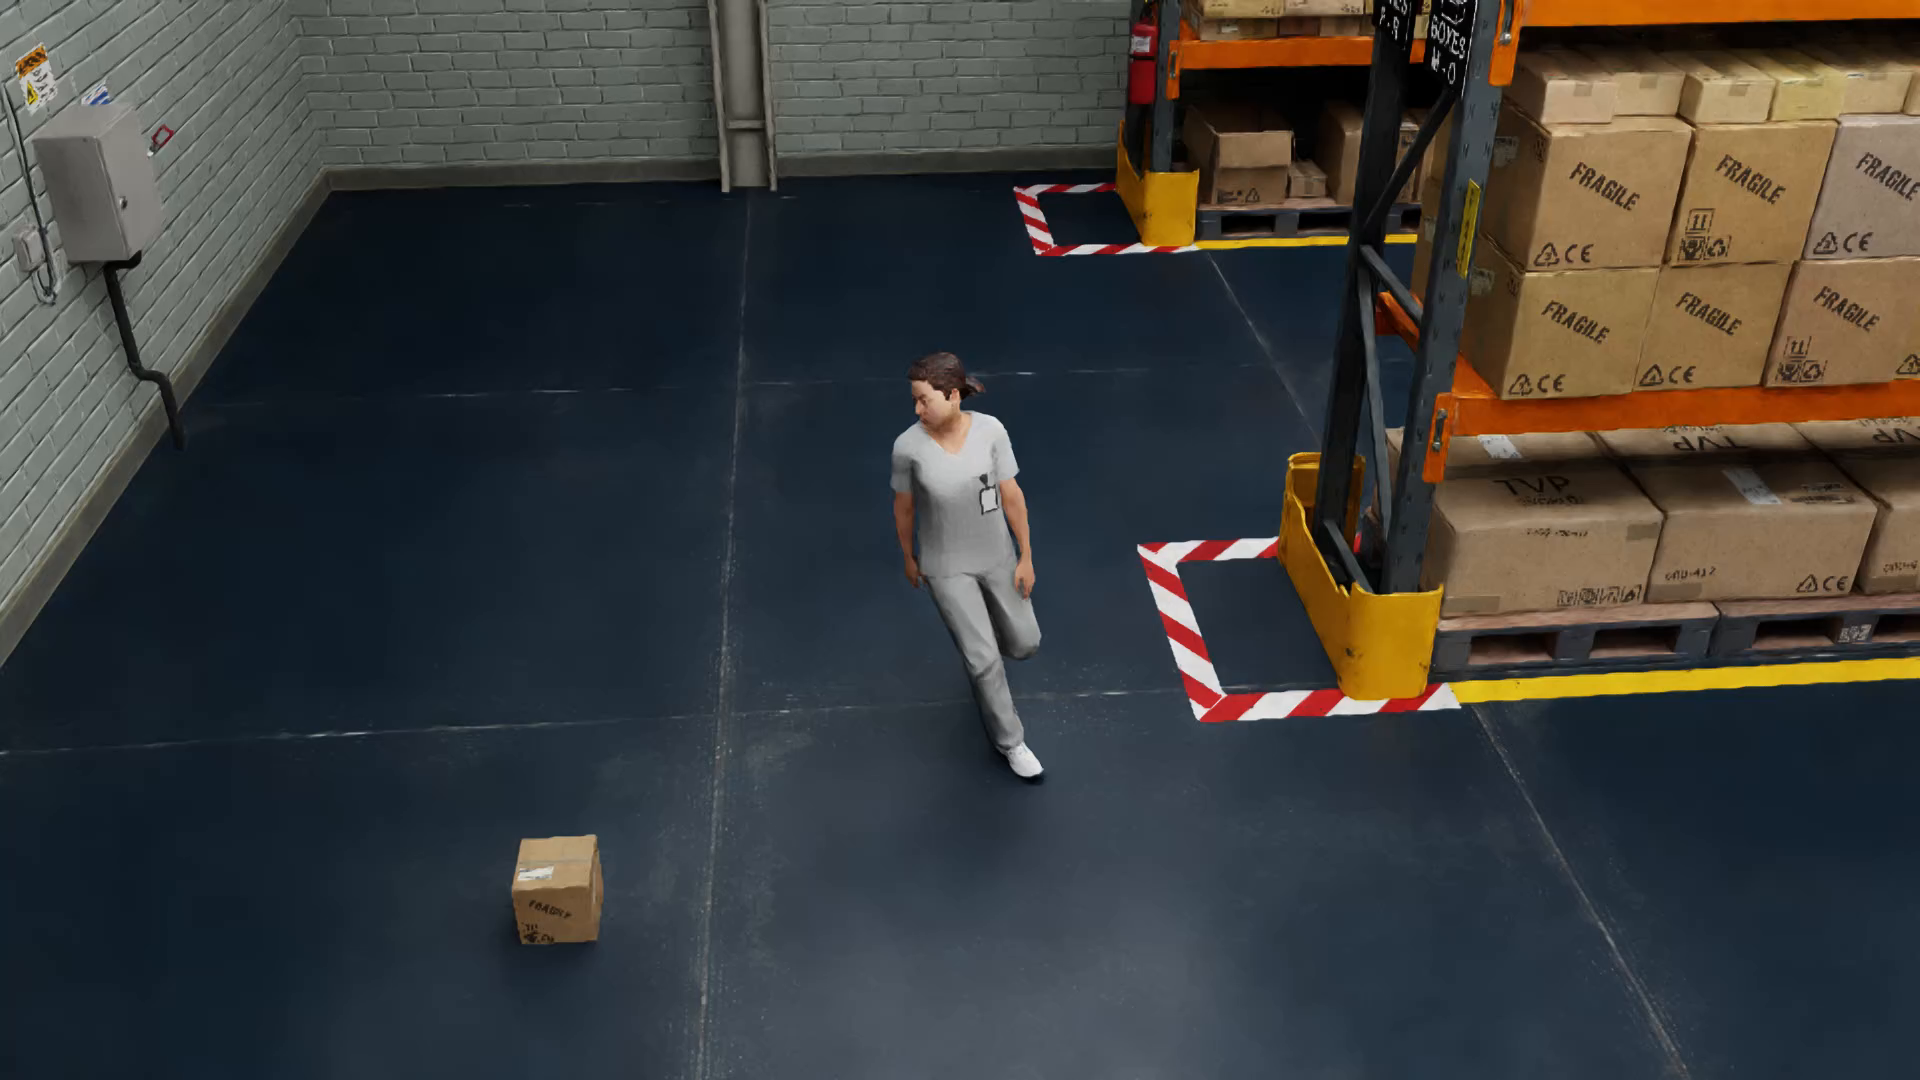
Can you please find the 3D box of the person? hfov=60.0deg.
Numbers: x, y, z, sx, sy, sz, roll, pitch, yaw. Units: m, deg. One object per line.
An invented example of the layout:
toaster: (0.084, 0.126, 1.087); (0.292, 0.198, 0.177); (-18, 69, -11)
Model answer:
person: (0.022, 0.068, 6.072); (0.505, 1.621, 0.733); (-10, 33, -15)
